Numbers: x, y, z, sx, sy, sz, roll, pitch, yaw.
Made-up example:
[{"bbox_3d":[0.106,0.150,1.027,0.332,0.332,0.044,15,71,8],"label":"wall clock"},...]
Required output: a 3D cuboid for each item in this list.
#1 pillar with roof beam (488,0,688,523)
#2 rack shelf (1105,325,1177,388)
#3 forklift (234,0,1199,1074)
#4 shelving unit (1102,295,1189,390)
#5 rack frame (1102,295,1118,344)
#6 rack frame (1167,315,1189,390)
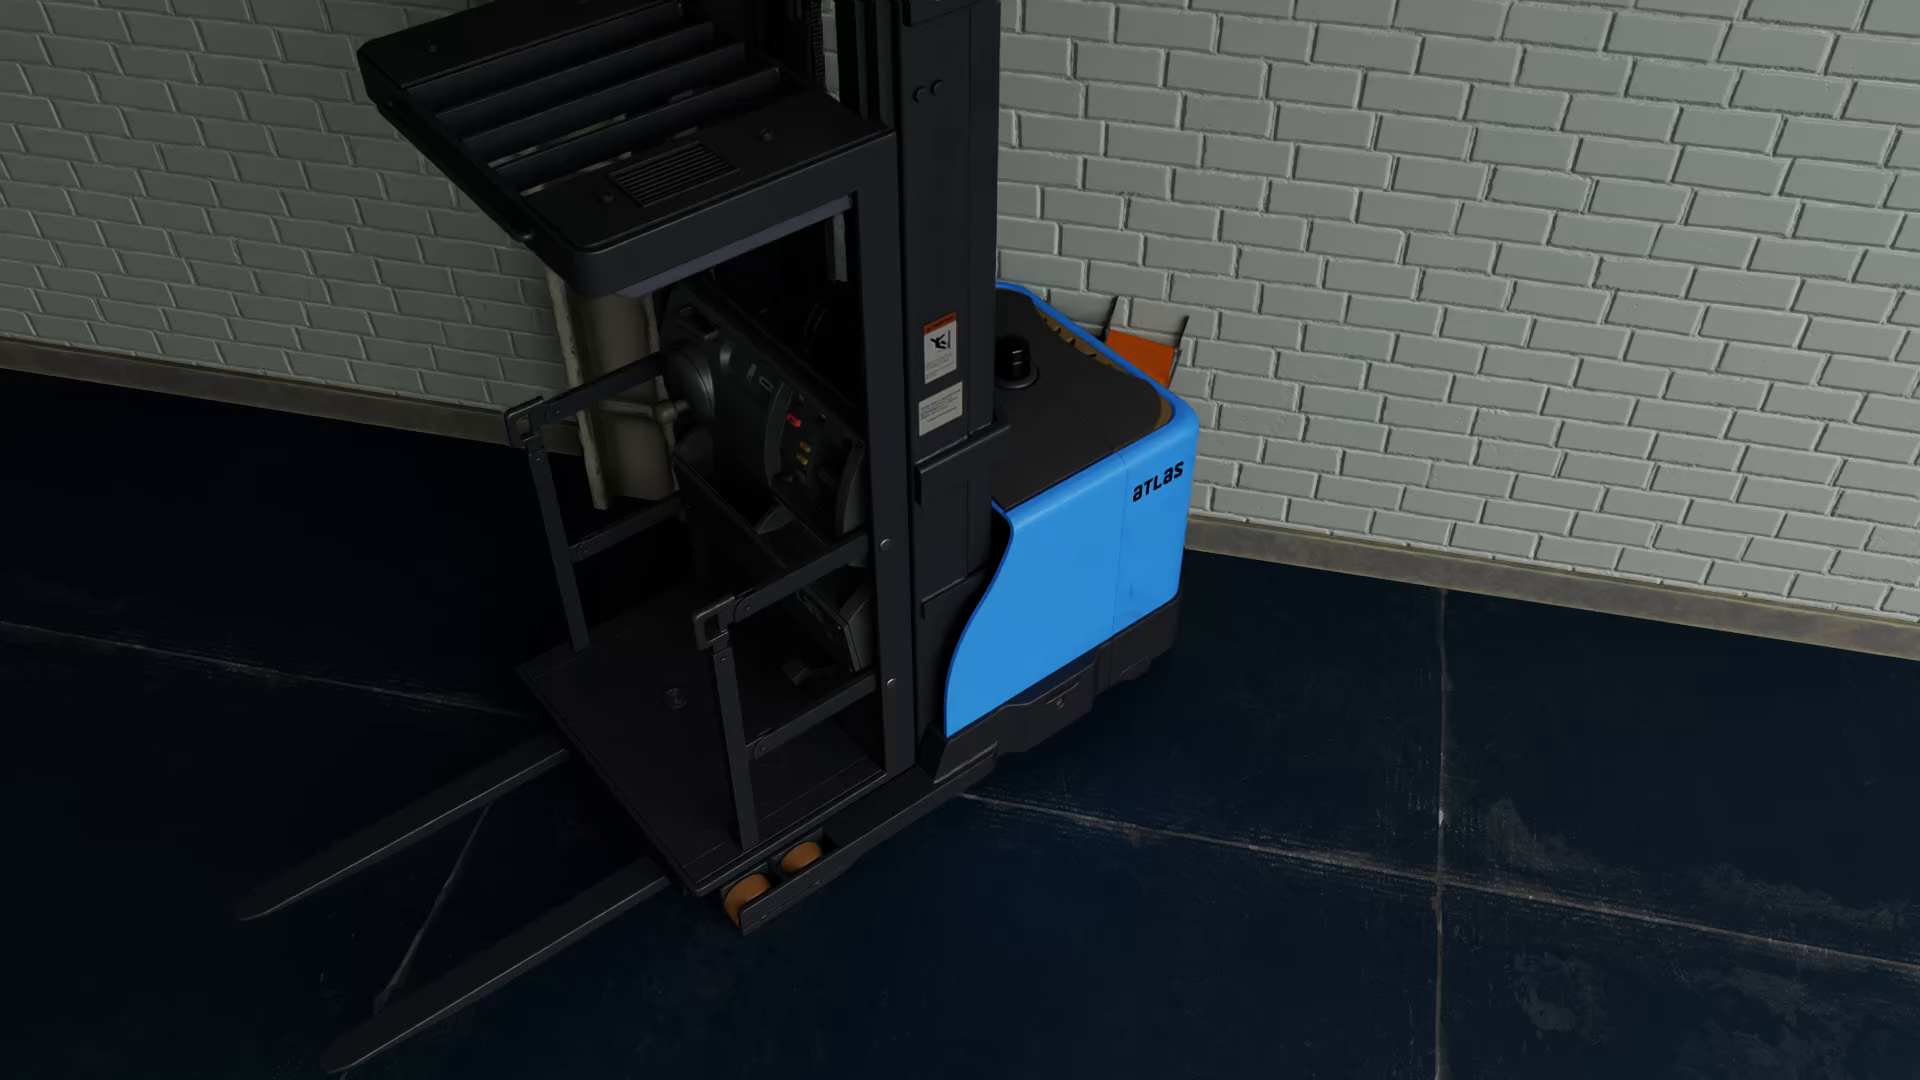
[{"bbox_3d":[-2.122,-0.527,0.309,0.400,9.000,9.100,9,45,9],"label":"pillar with roof beam"},{"bbox_3d":[0.574,-0.538,5.629,0.240,0.259,0.215,16,44,1],"label":"rack shelf"},{"bbox_3d":[-0.714,-0.300,4.448,3.031,2.935,1.130,-29,51,-27],"label":"forklift"},{"bbox_3d":[0.524,-0.347,5.818,0.252,1.050,0.215,16,44,1],"label":"shelving unit"},{"bbox_3d":[0.407,-0.380,5.821,0.008,1.050,0.200,16,44,1],"label":"rack frame"},{"bbox_3d":[0.641,-0.313,5.815,0.008,1.050,0.200,16,44,1],"label":"rack frame"}]
